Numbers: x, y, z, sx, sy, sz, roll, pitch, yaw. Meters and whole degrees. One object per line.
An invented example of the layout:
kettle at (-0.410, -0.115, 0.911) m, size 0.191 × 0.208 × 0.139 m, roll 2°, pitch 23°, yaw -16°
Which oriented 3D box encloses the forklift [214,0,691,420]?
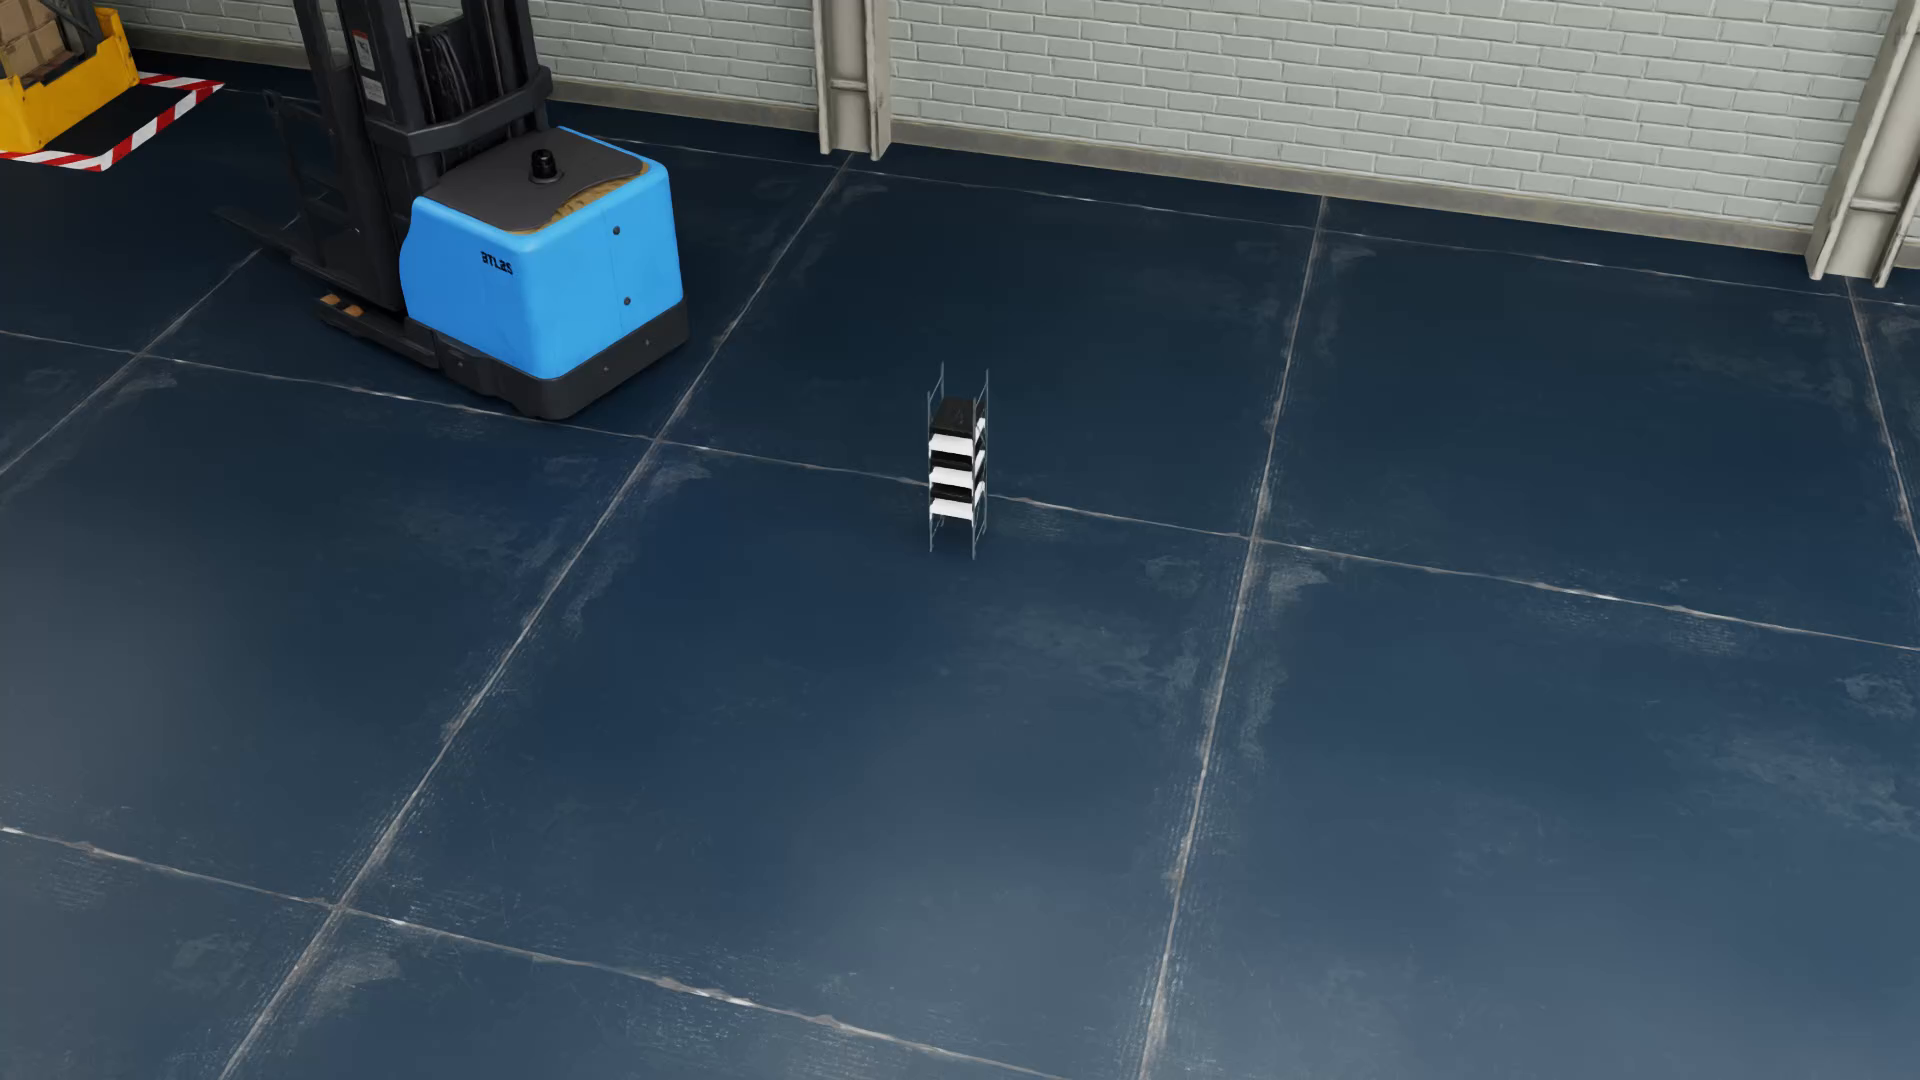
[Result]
forklift at (-2.946, -2.487, 8.457) m, size 3.031 × 2.935 × 1.130 m, roll 25°, pitch 46°, yaw 27°

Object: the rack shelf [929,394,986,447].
rack shelf at (-0.008, -0.527, 7.335) m, size 0.200 × 0.077 × 0.258 m, roll 10°, pitch 41°, yaw 11°

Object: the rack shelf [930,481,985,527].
rack shelf at (-0.008, -0.183, 7.624) m, size 0.200 × 0.077 × 0.258 m, roll 10°, pitch 41°, yaw 11°

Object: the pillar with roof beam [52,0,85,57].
pillar with roof beam at (-7.583, -4.331, 5.935) m, size 0.400 × 9.000 × 9.100 m, roll 10°, pitch 41°, yaw 11°

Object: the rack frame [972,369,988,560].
rack frame at (0.090, -0.329, 7.467) m, size 0.006 × 0.900 × 0.240 m, roll 10°, pitch 41°, yaw 11°

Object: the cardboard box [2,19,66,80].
cardboard box at (-6.455, -3.344, 11.235) m, size 0.500 × 0.250 × 0.500 m, roll 10°, pitch 41°, yaw 12°

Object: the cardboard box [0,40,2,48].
cardboard box at (-6.582, -3.219, 10.698) m, size 0.500 × 0.250 × 0.500 m, roll 9°, pitch 41°, yaw 11°

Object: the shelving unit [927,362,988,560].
shelving unit at (-0.008, -0.346, 7.487) m, size 0.210 × 0.900 × 0.258 m, roll 10°, pitch 41°, yaw 11°

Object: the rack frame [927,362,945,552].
rack frame at (-0.106, -0.363, 7.507) m, size 0.006 × 0.900 × 0.240 m, roll 10°, pitch 41°, yaw 11°

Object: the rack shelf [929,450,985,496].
rack shelf at (-0.008, -0.320, 7.508) m, size 0.200 × 0.077 × 0.258 m, roll 10°, pitch 41°, yaw 11°

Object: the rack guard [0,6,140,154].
rack guard at (-6.008, -3.072, 11.043) m, size 0.348 × 0.500 × 1.175 m, roll 10°, pitch 41°, yaw 11°

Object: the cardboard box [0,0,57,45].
cardboard box at (-6.431, -3.540, 11.079) m, size 0.500 × 0.250 × 0.500 m, roll 10°, pitch 41°, yaw 12°

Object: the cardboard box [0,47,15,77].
cardboard box at (-6.566, -3.023, 10.853) m, size 0.500 × 0.250 × 0.500 m, roll 10°, pitch 41°, yaw 12°

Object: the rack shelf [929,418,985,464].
rack shelf at (-0.008, -0.458, 7.392) m, size 0.200 × 0.077 × 0.258 m, roll 10°, pitch 41°, yaw 11°

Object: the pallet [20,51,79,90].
pallet at (-6.780, -3.066, 11.261) m, size 1.213 × 0.211 × 1.003 m, roll 10°, pitch 41°, yaw 11°

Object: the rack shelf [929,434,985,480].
rack shelf at (-0.008, -0.389, 7.450) m, size 0.200 × 0.077 × 0.258 m, roll 10°, pitch 41°, yaw 11°

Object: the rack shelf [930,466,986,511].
rack shelf at (-0.008, -0.252, 7.566) m, size 0.200 × 0.077 × 0.258 m, roll 10°, pitch 41°, yaw 11°

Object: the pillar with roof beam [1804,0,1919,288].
pillar with roof beam at (4.009, -2.337, 3.560) m, size 0.400 × 9.000 × 9.100 m, roll 10°, pitch 41°, yaw 11°

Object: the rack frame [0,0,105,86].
rack frame at (-6.031, -4.033, 10.244) m, size 0.127 × 3.000 × 1.000 m, roll 10°, pitch 41°, yaw 11°

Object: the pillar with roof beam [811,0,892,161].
pillar with roof beam at (-1.787, -3.334, 4.747) m, size 0.400 × 9.000 × 9.100 m, roll 10°, pitch 41°, yaw 11°
